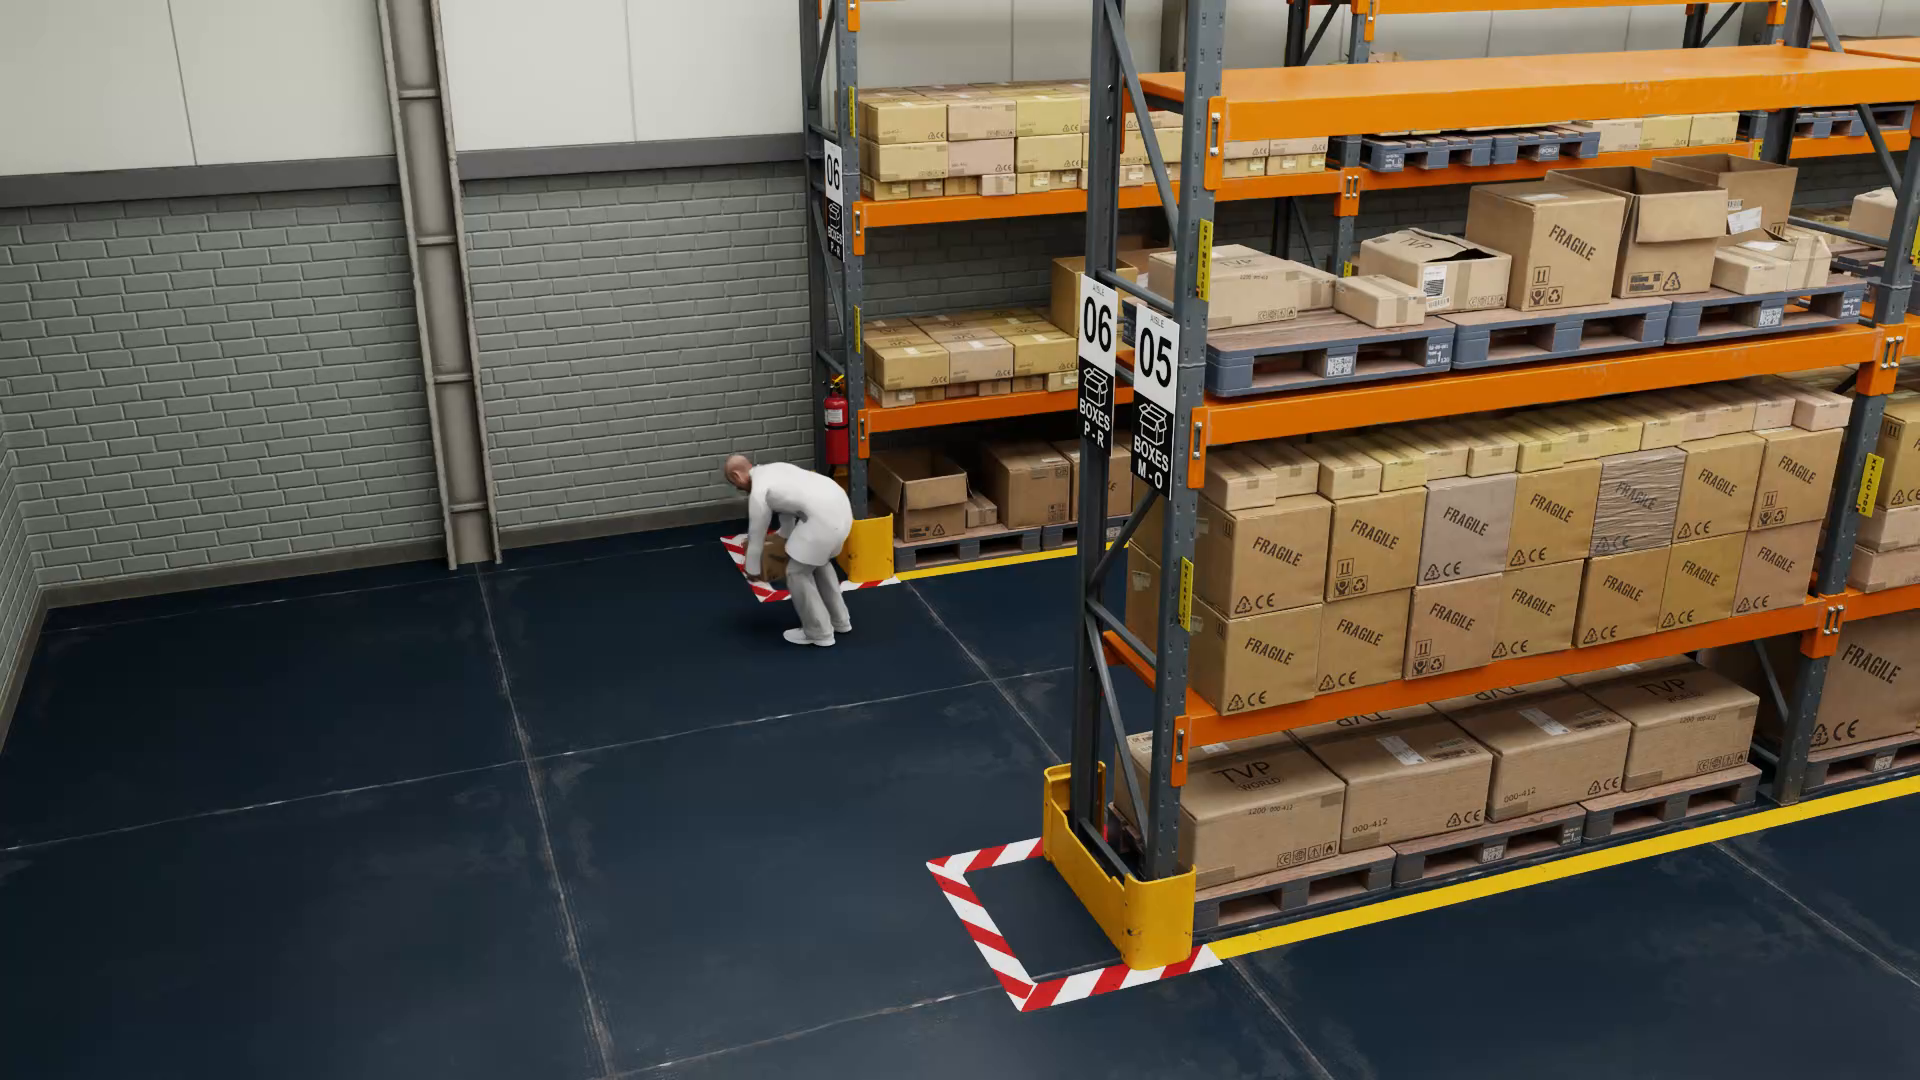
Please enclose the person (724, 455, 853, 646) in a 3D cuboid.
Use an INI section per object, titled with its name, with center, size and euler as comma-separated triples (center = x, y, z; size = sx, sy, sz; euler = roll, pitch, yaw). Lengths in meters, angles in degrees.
[person]
center = -1.186, 0.056, 11.441
size = 0.931, 1.249, 0.560
euler = 9, 24, 20
